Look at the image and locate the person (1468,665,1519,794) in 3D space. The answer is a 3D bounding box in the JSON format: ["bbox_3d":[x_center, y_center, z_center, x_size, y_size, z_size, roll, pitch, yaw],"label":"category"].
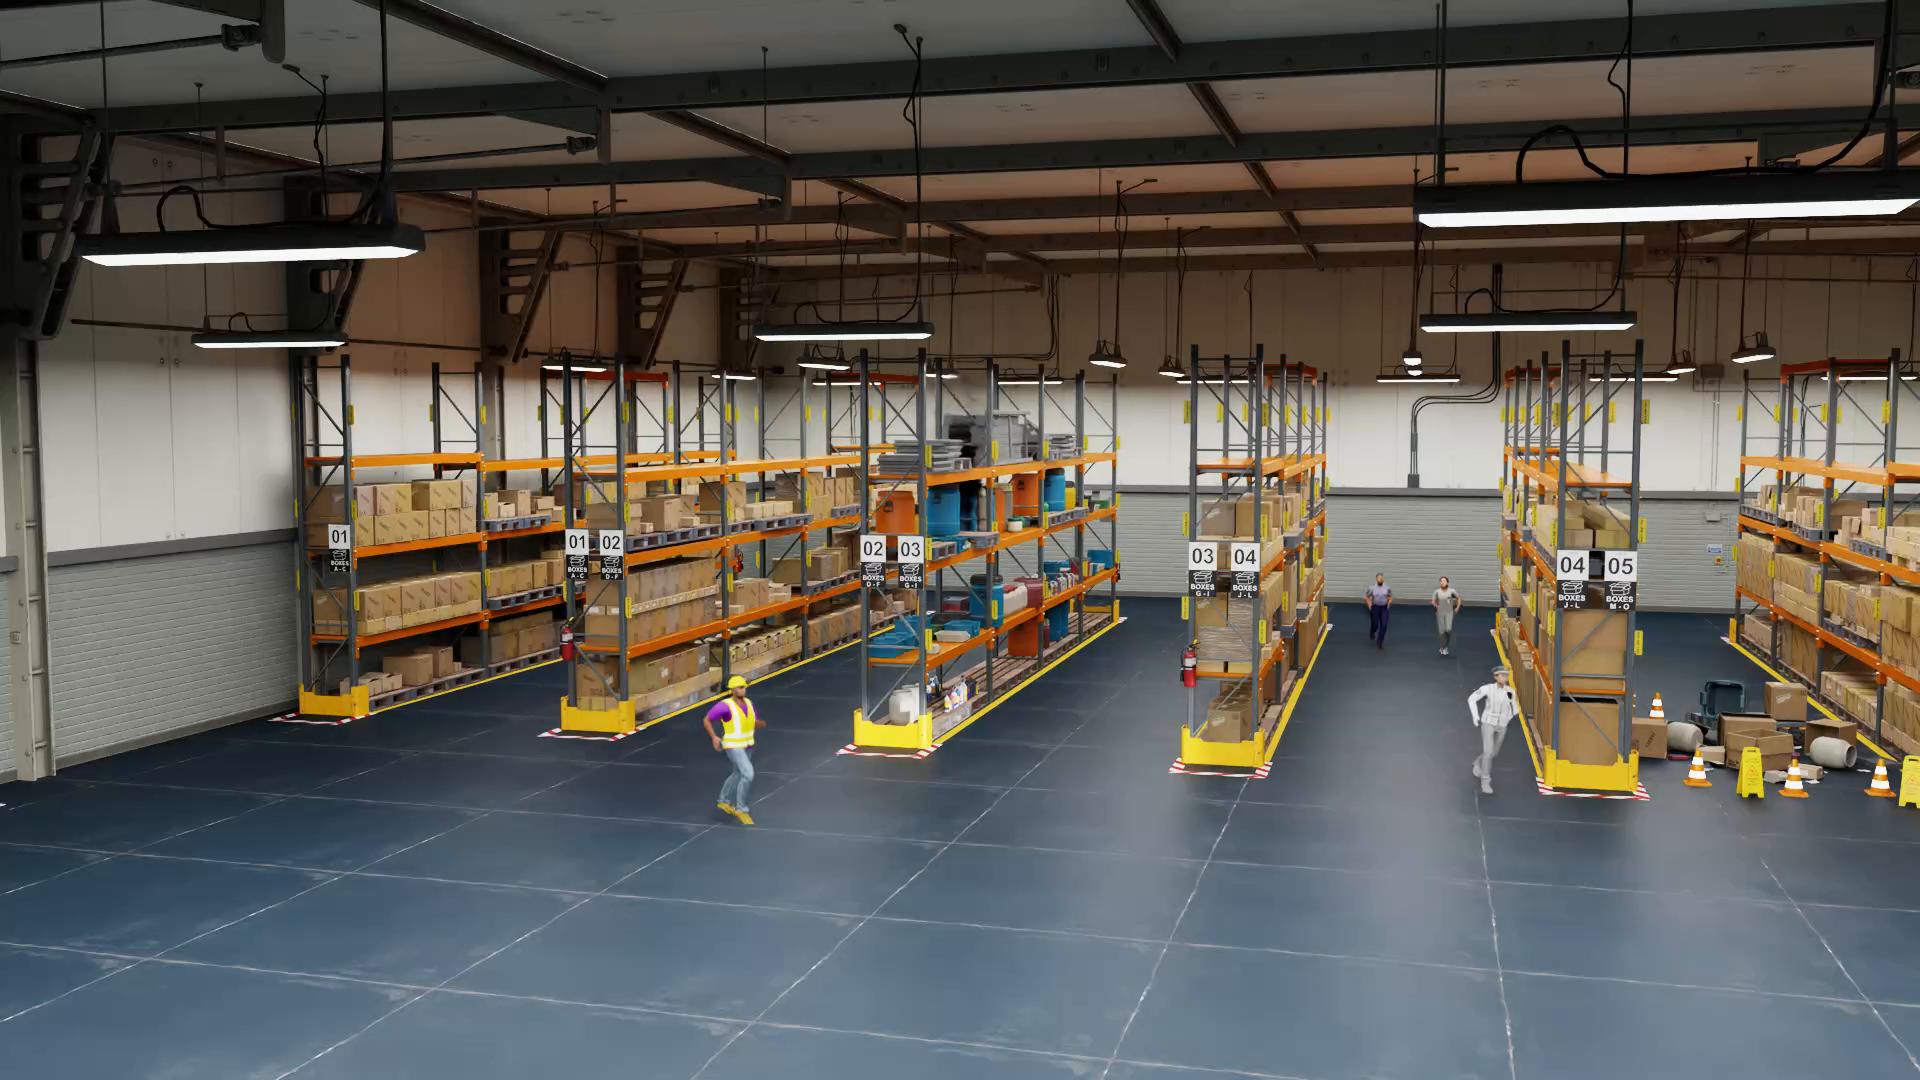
[{"bbox_3d":[7.196,2.515,22.401,0.657,1.690,0.822,0,4,-3],"label":"person"}]

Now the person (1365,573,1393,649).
[{"bbox_3d":[9.046,1.521,35.888,0.608,1.609,0.607,0,4,4],"label":"person"}]

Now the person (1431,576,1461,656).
[{"bbox_3d":[10.127,1.585,34.699,0.574,1.649,0.668,2,5,22],"label":"person"}]

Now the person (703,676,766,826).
[{"bbox_3d":[-2.729,2.585,20.492,0.766,1.828,0.669,3,5,30],"label":"person"}]

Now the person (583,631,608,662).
[{"bbox_3d":[-6.748,1.825,30.993,0.647,1.696,0.659,0,4,4],"label":"person"}]
